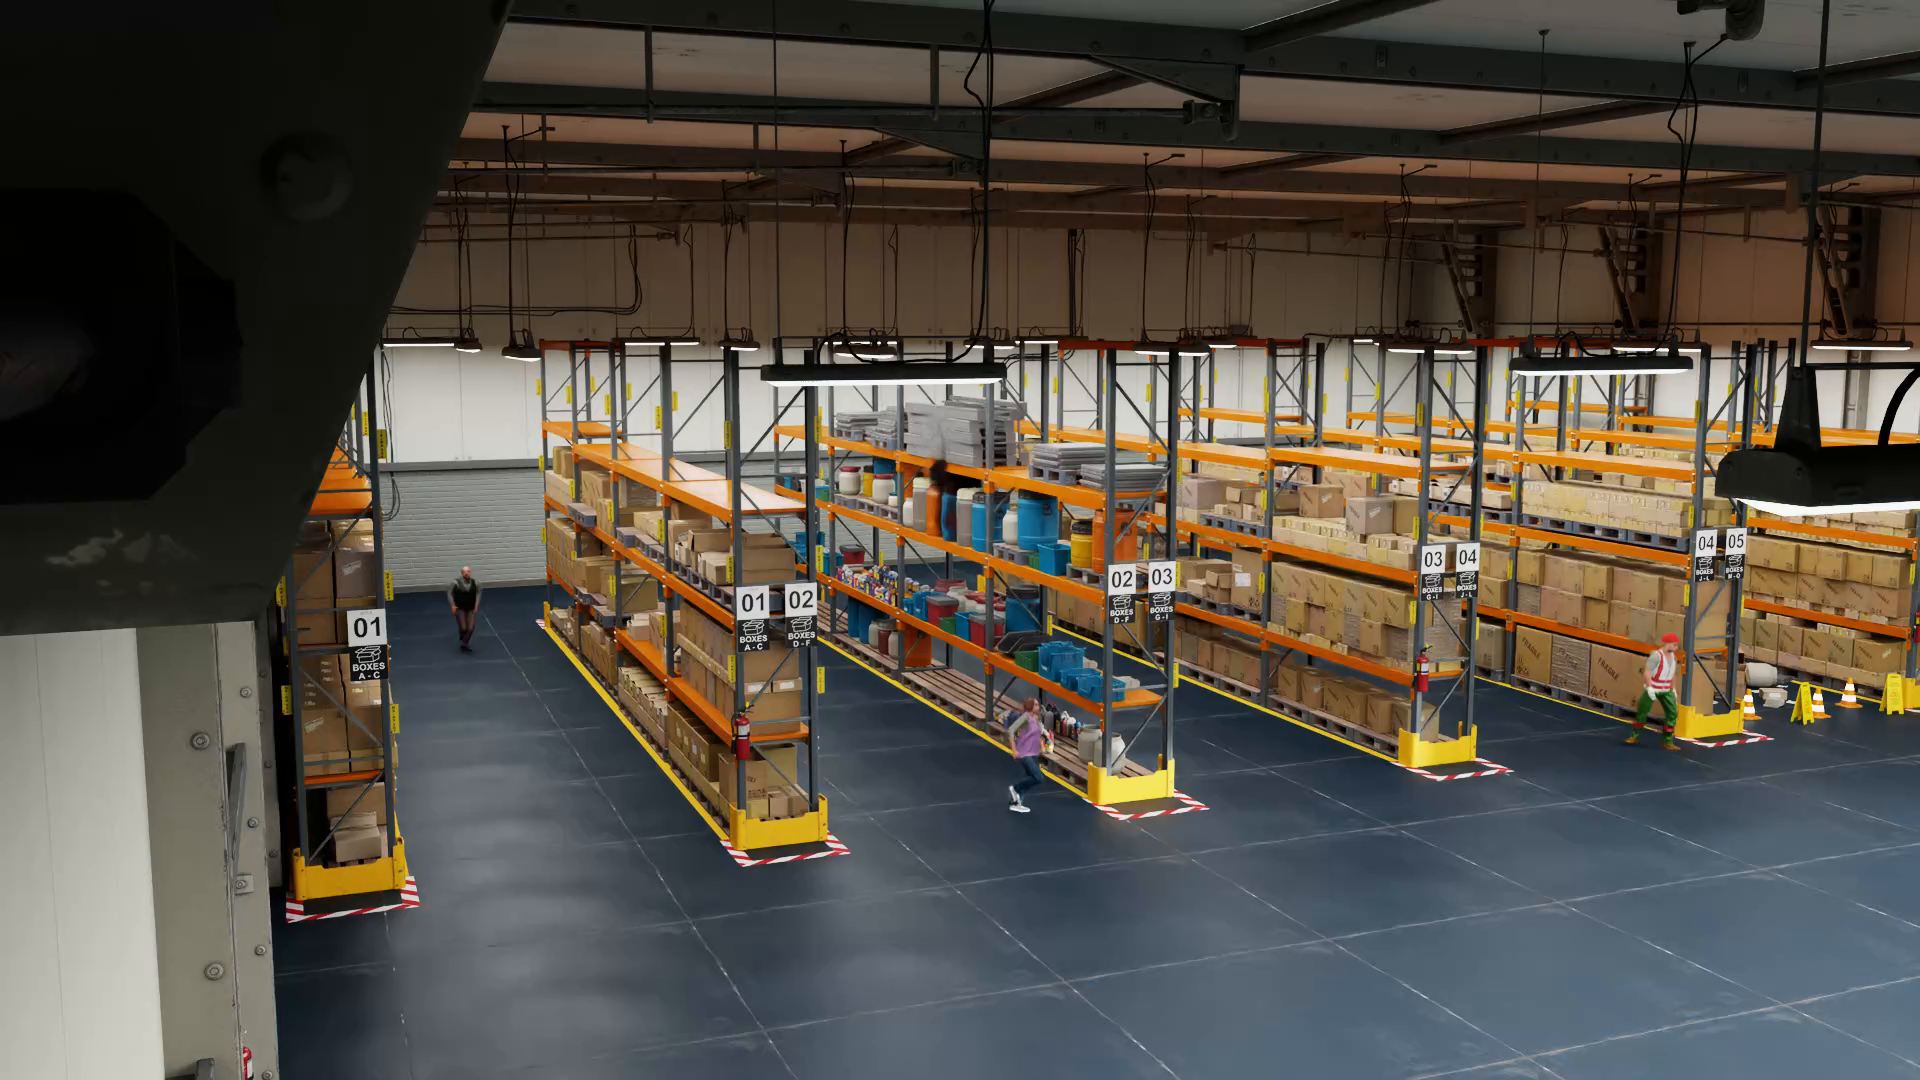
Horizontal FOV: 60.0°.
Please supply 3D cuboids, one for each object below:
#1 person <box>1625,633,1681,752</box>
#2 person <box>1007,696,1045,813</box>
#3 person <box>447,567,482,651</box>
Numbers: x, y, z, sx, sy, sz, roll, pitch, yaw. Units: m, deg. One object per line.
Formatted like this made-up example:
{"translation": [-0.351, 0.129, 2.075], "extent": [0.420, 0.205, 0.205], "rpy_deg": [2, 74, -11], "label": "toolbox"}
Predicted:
{"translation": [10.397, 2.246, 24.858], "extent": [0.679, 1.769, 0.661], "rpy_deg": [-2, 8, -16], "label": "person"}
{"translation": [0.879, 2.781, 21.502], "extent": [0.508, 1.541, 0.611], "rpy_deg": [4, 8, 29], "label": "person"}
{"translation": [-9.604, 1.324, 32.259], "extent": [0.664, 1.652, 0.554], "rpy_deg": [-4, 9, -31], "label": "person"}
